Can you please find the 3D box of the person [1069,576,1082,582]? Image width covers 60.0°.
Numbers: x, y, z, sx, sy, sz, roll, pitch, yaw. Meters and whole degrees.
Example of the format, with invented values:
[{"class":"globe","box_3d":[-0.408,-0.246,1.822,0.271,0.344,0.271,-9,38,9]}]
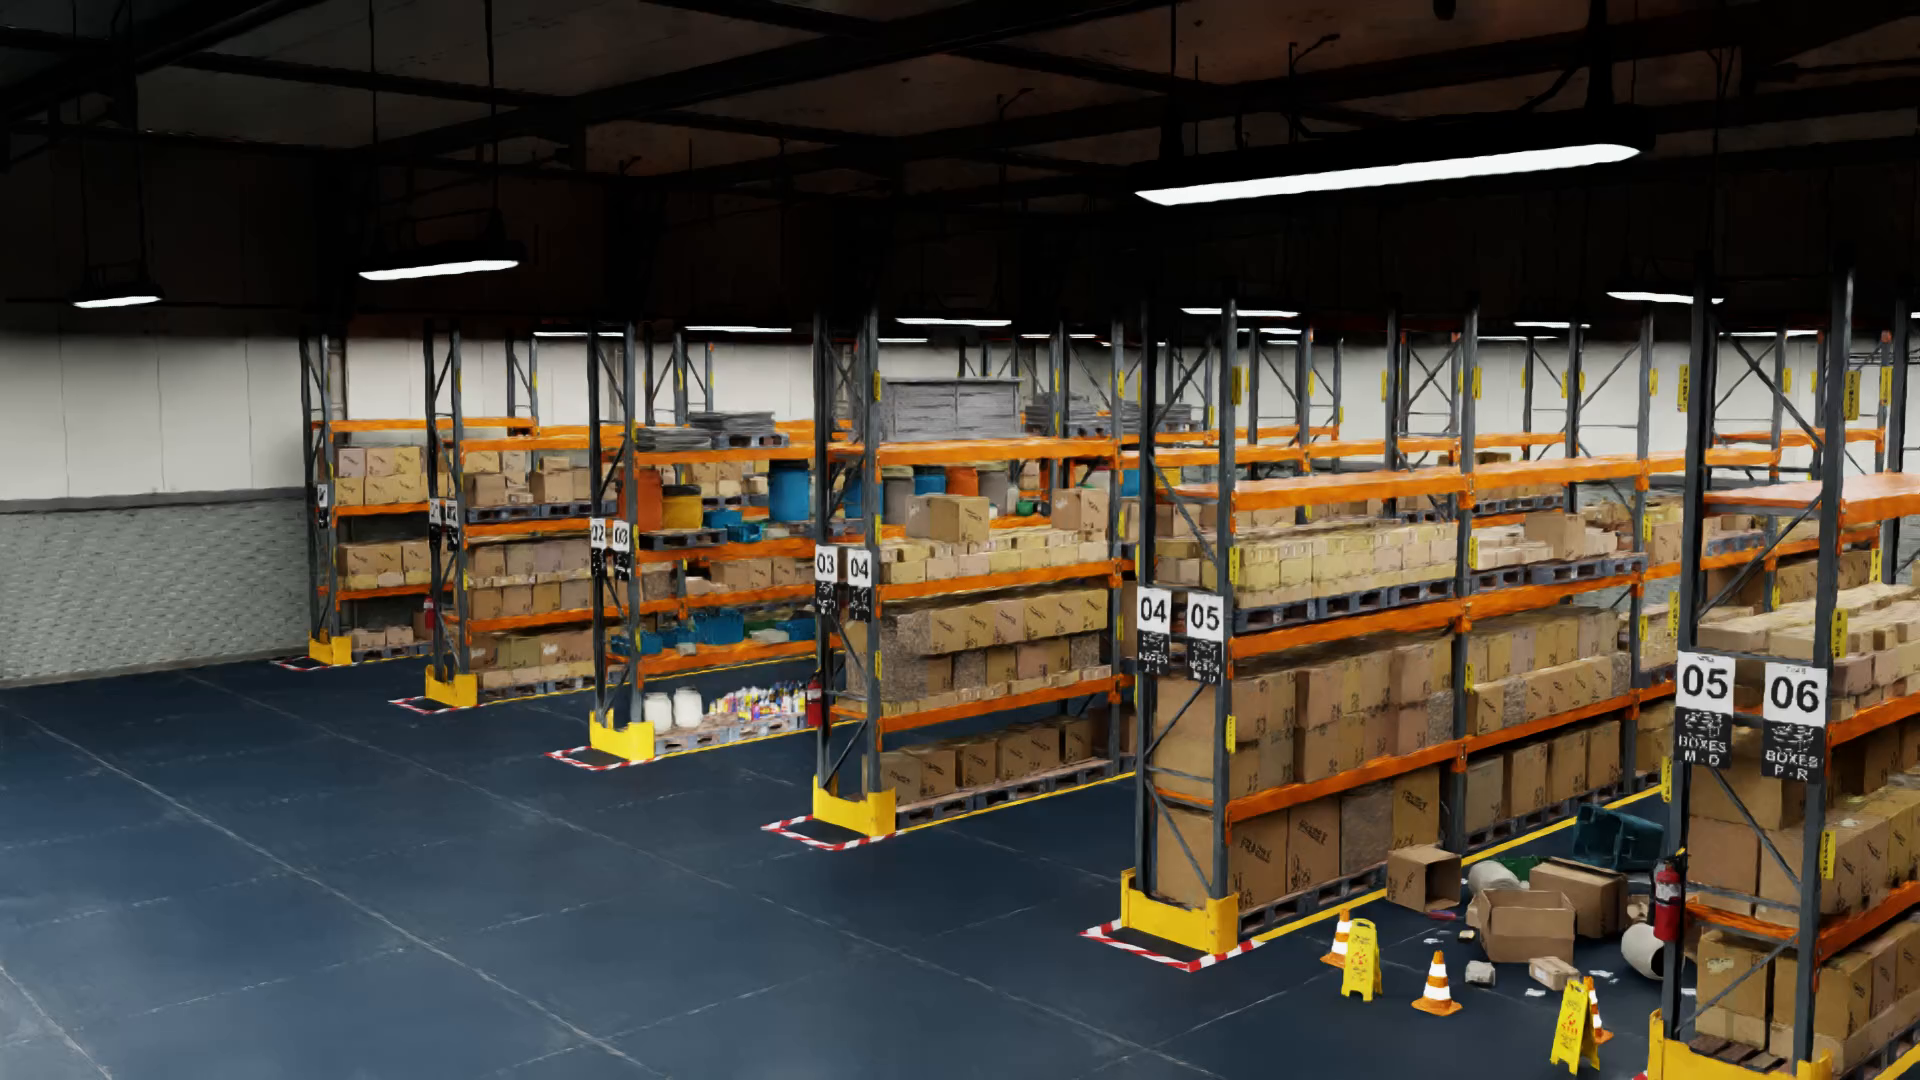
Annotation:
[{"class":"person","box_3d":[2.218,1.182,31.845,1.037,1.517,0.417,-5,8,-40]}]
